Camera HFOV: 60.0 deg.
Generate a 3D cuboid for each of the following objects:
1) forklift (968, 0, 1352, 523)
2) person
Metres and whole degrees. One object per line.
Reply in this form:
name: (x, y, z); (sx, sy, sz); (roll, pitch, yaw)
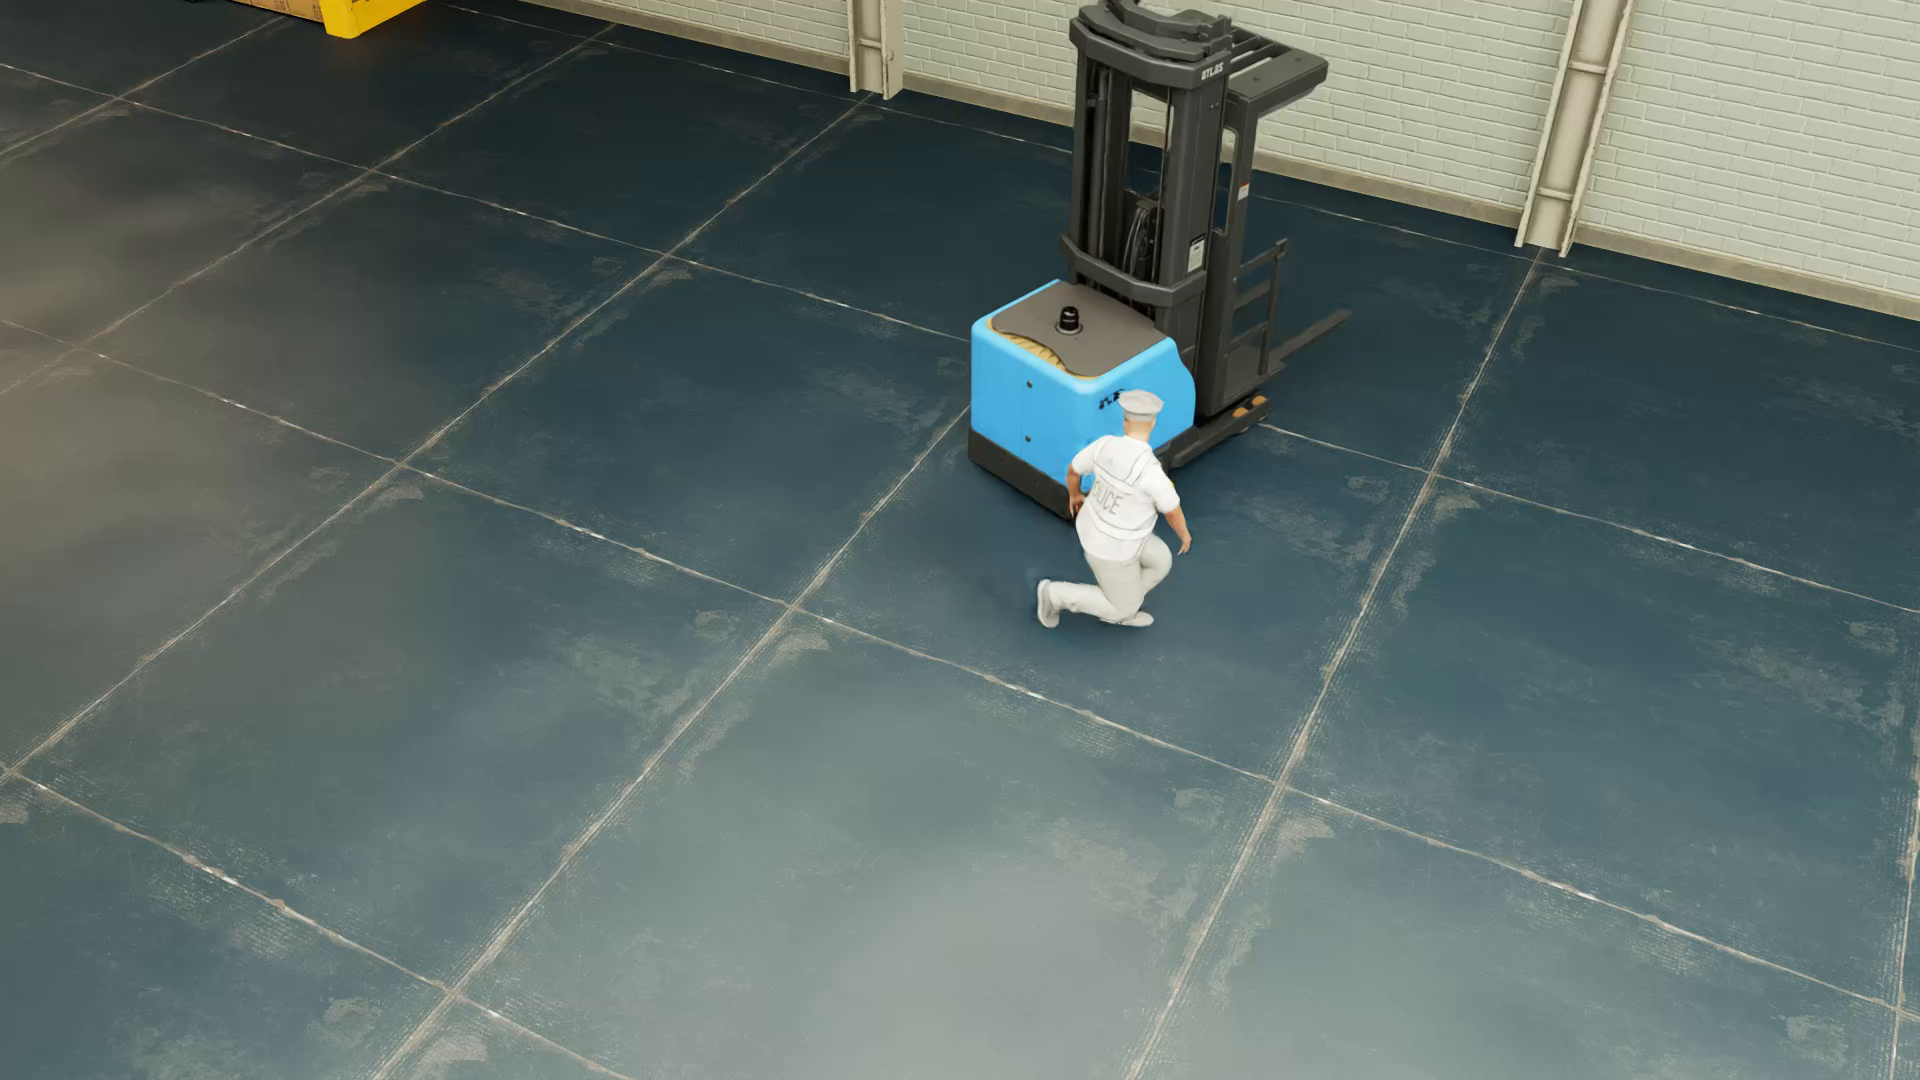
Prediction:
forklift: (1.468, -2.058, 10.431); (3.031, 2.935, 1.130); (-32, 49, -32)
person: (0.847, -0.114, 9.251); (0.830, 1.531, 0.654); (-5, 40, -6)
